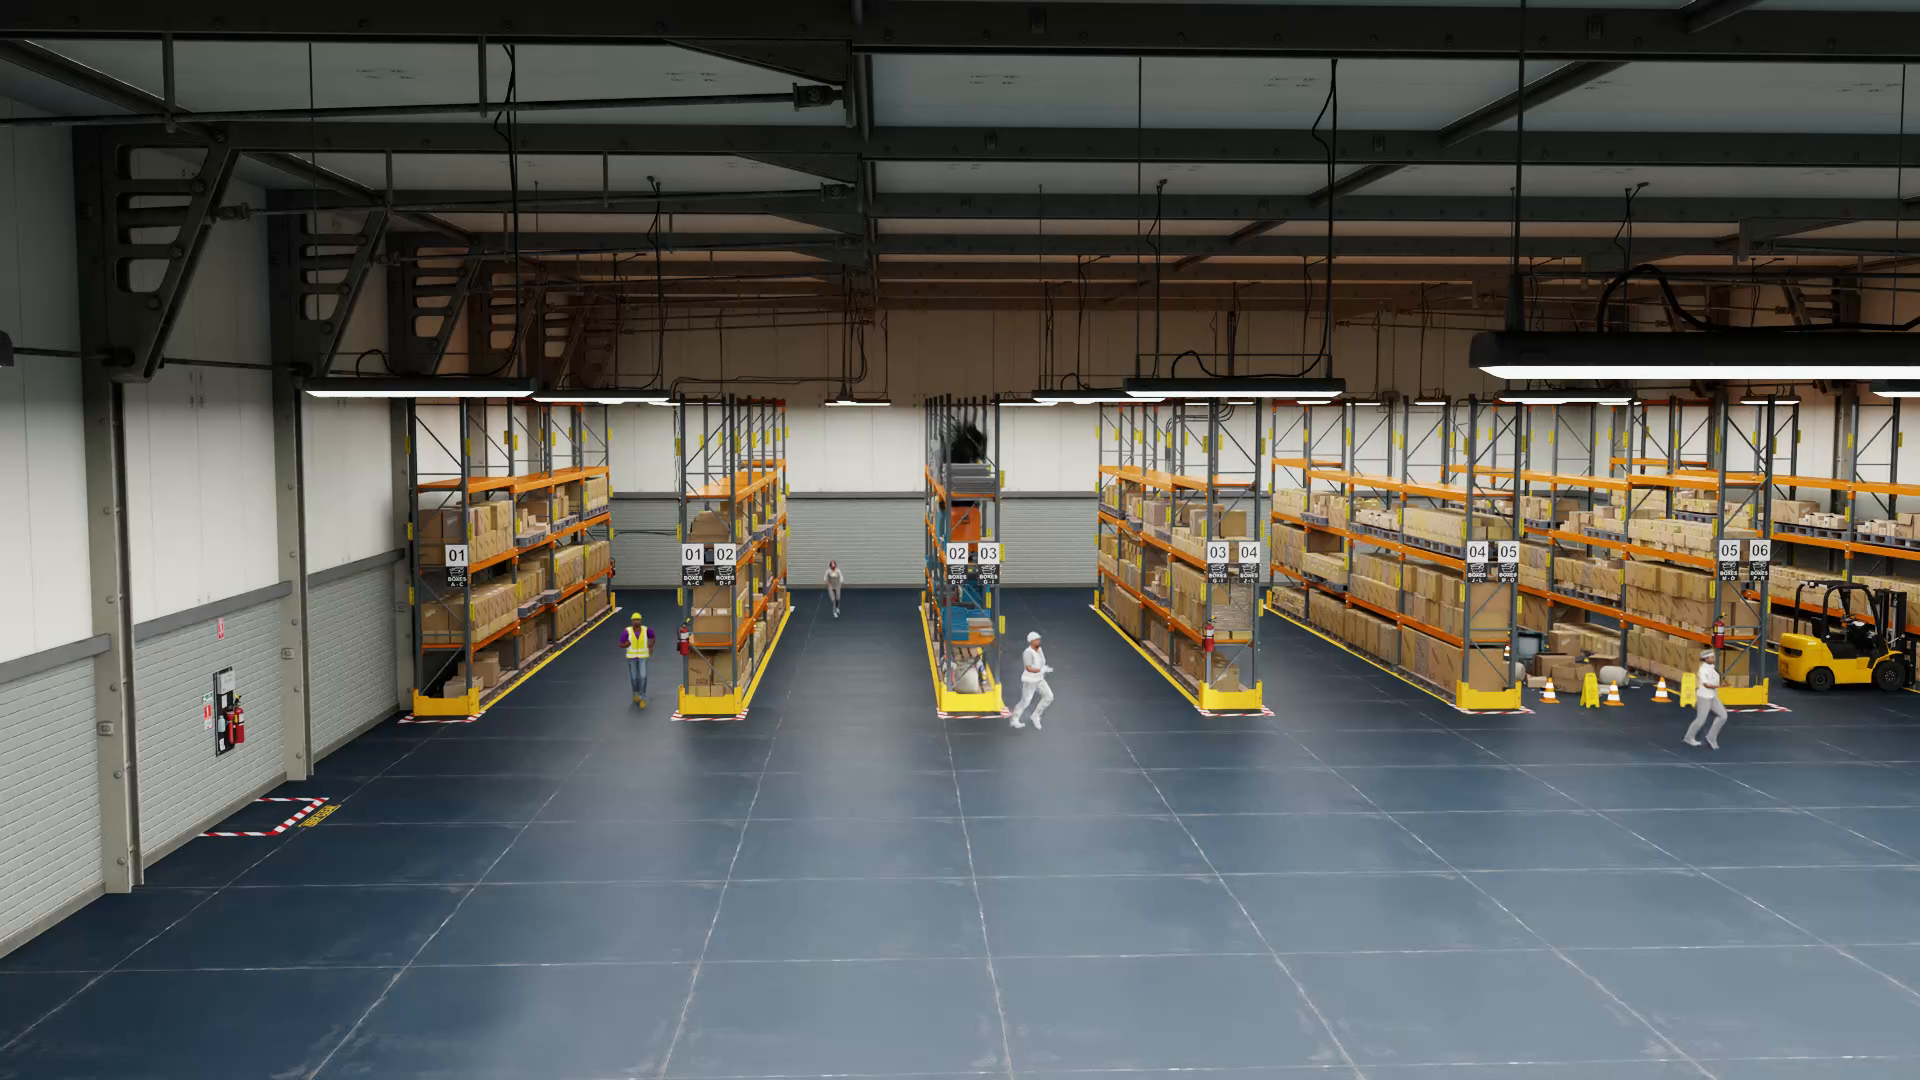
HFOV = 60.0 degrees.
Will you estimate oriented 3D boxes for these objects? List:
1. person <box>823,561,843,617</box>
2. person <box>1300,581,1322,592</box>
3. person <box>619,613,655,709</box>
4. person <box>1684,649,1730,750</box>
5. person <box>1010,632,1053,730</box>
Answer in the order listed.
[{"bbox_3d":[-3.469,1.342,45.586,0.540,1.563,0.526,-1,5,-8],"label":"person"},{"bbox_3d":[10.416,0.944,49.215,0.739,1.818,0.633,0,5,1],"label":"person"},{"bbox_3d":[-6.219,2.302,32.028,0.682,1.820,0.766,-1,5,-8],"label":"person"},{"bbox_3d":[12.581,2.679,27.950,0.718,1.730,0.541,4,6,45],"label":"person"},{"bbox_3d":[1.319,2.498,29.503,0.860,1.762,0.696,3,5,33],"label":"person"}]
